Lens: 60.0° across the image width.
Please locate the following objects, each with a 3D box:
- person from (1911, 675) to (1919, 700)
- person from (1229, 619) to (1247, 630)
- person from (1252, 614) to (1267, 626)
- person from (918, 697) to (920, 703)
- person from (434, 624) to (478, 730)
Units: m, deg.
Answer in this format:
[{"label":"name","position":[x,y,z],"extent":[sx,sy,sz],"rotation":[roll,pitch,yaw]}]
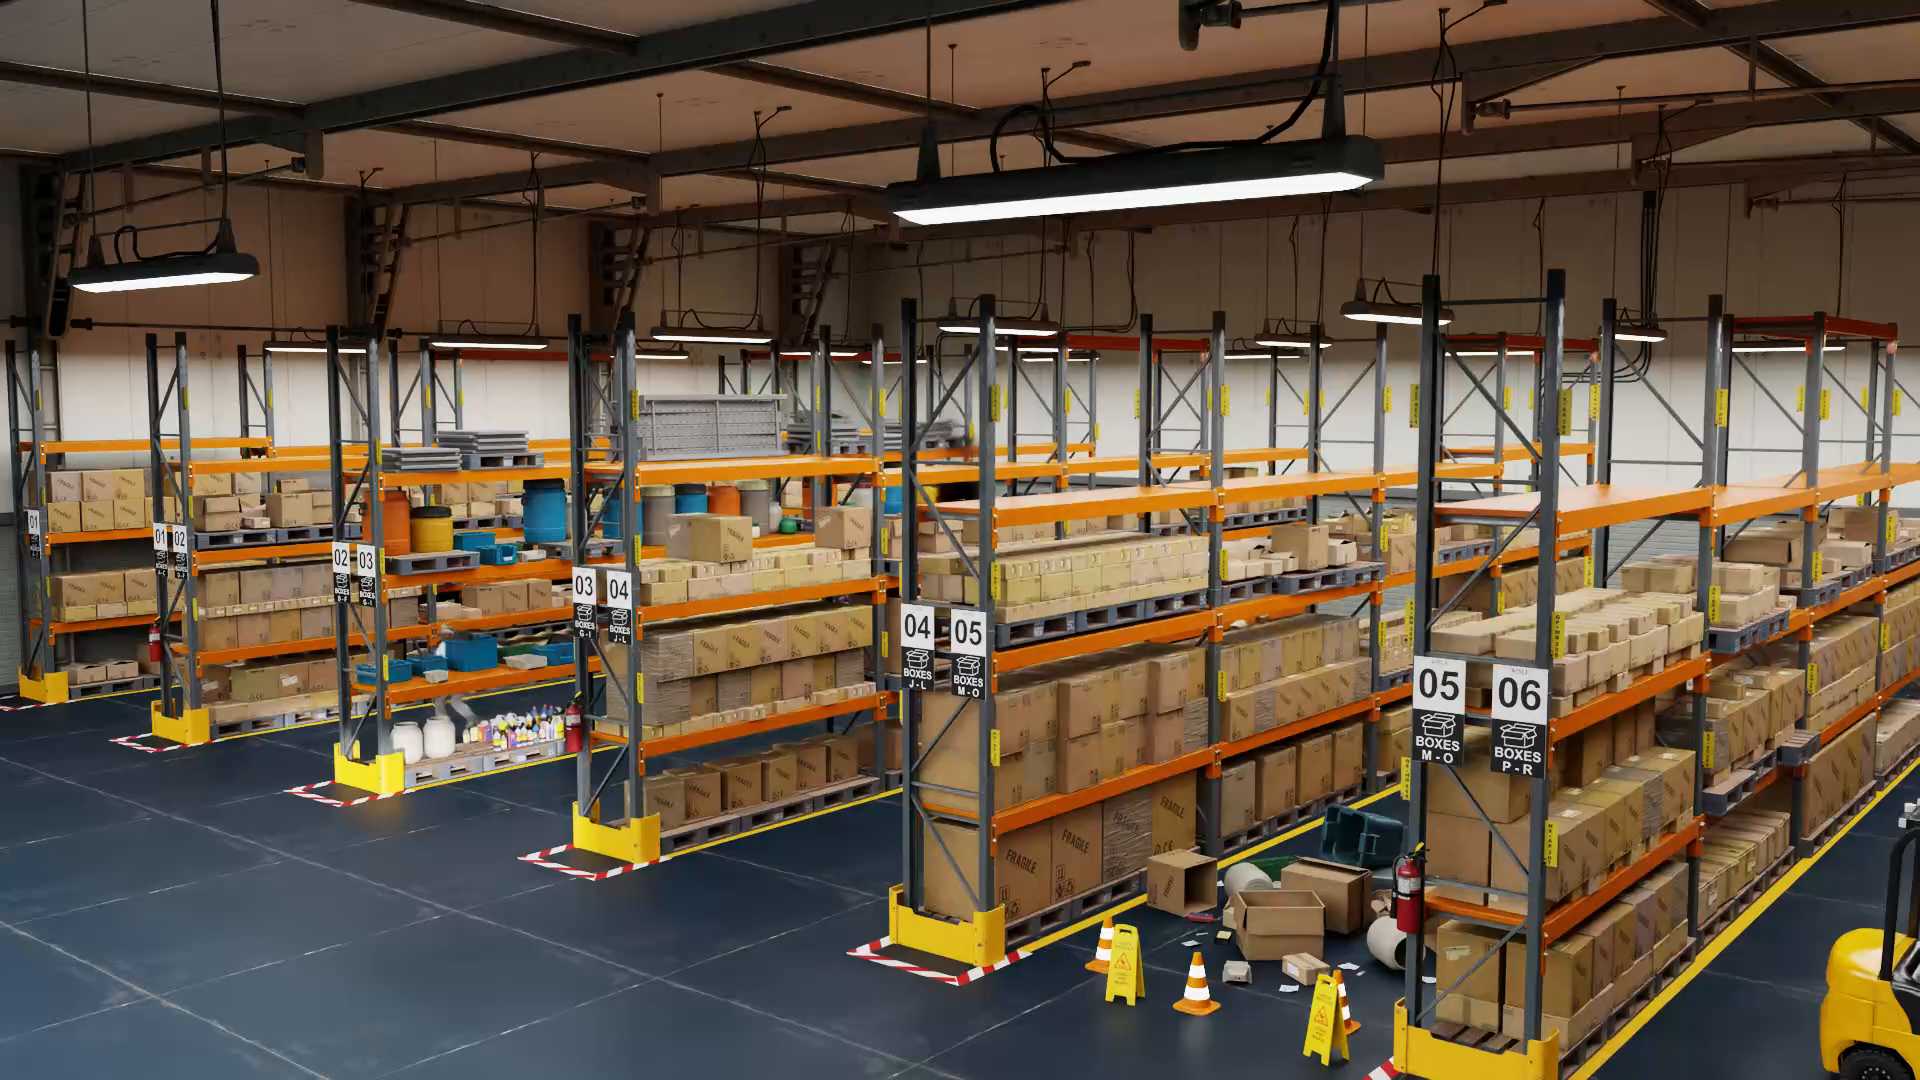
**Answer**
[{"label":"person","position":[14.825,2.100,25.551],"extent":[0.590,1.586,0.611],"rotation":[-3,6,-28]},{"label":"person","position":[3.835,2.006,22.820],"extent":[0.707,1.859,0.733],"rotation":[5,7,43]},{"label":"person","position":[4.787,1.973,26.538],"extent":[0.616,1.726,0.717],"rotation":[4,6,35]},{"label":"person","position":[-0.547,1.691,26.327],"extent":[0.578,1.803,0.702],"rotation":[2,6,25]},{"label":"person","position":[-7.569,2.080,24.729],"extent":[0.590,1.695,0.846],"rotation":[3,6,28]}]
